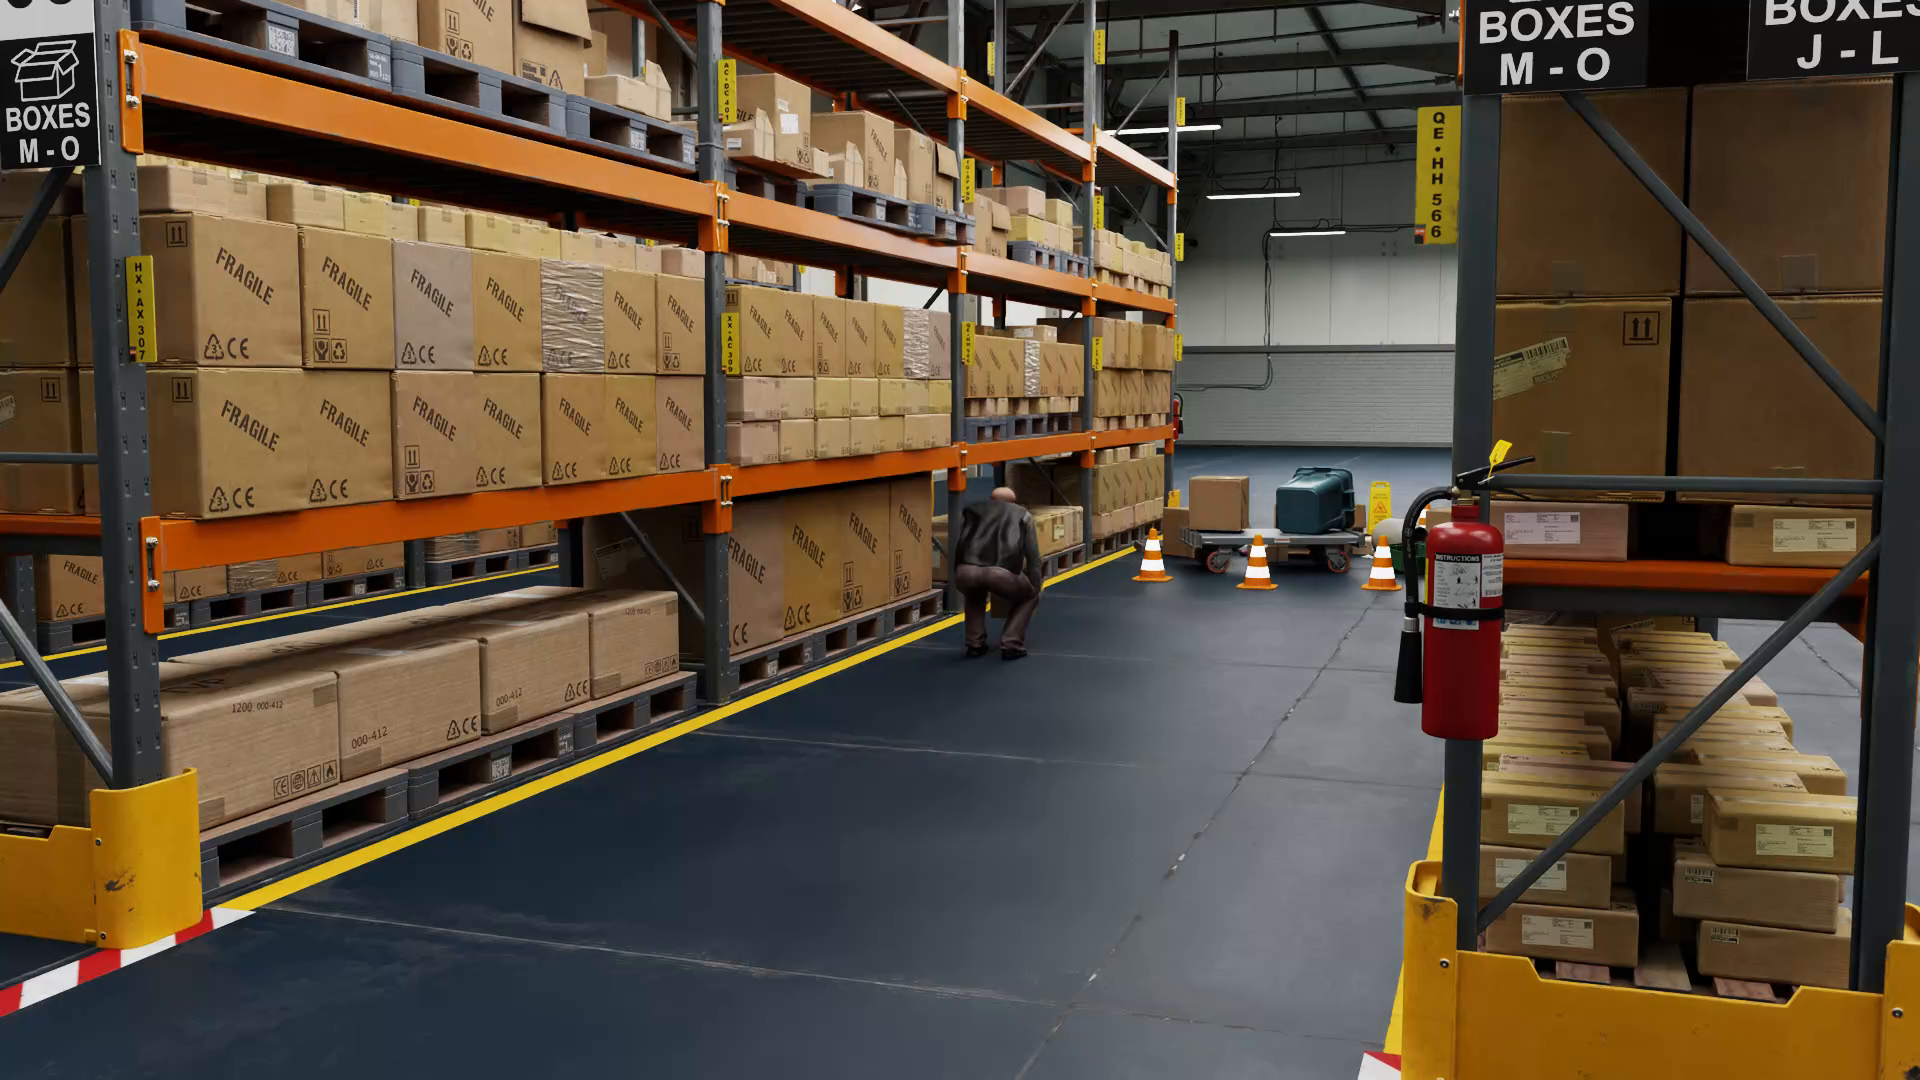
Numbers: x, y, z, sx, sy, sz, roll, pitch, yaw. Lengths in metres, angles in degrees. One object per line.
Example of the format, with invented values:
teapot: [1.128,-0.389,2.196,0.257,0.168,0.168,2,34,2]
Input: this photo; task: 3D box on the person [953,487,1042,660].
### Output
person: [0.211,0.250,10.874,0.557,1.003,0.829,2,5,18]
